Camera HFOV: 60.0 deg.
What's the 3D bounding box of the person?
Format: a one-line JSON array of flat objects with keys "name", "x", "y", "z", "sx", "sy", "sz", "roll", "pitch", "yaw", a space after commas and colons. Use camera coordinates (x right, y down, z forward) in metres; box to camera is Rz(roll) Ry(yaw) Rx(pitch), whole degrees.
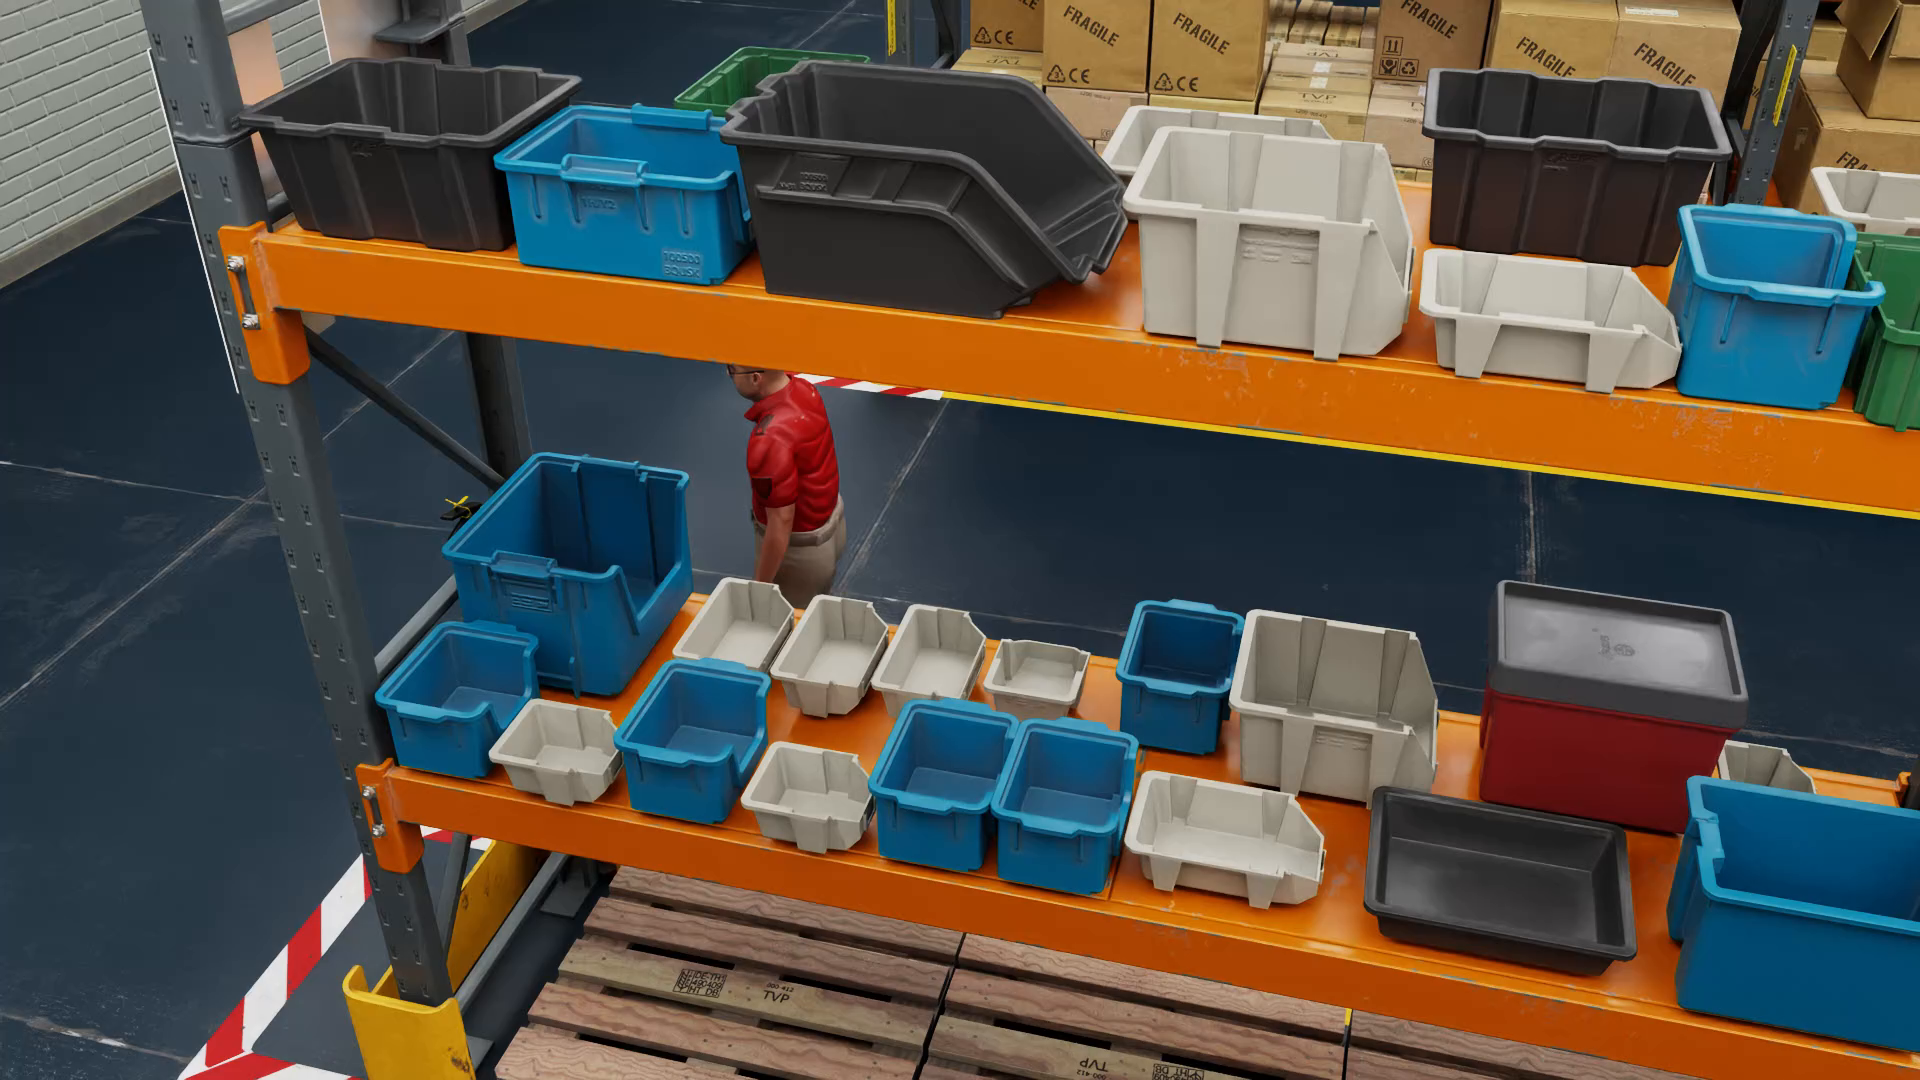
[{"name": "person", "x": -0.629, "y": 0.012, "z": 6.131, "sx": 0.388, "sy": 1.727, "sz": 0.606, "roll": 6, "pitch": 33, "yaw": 10}]
